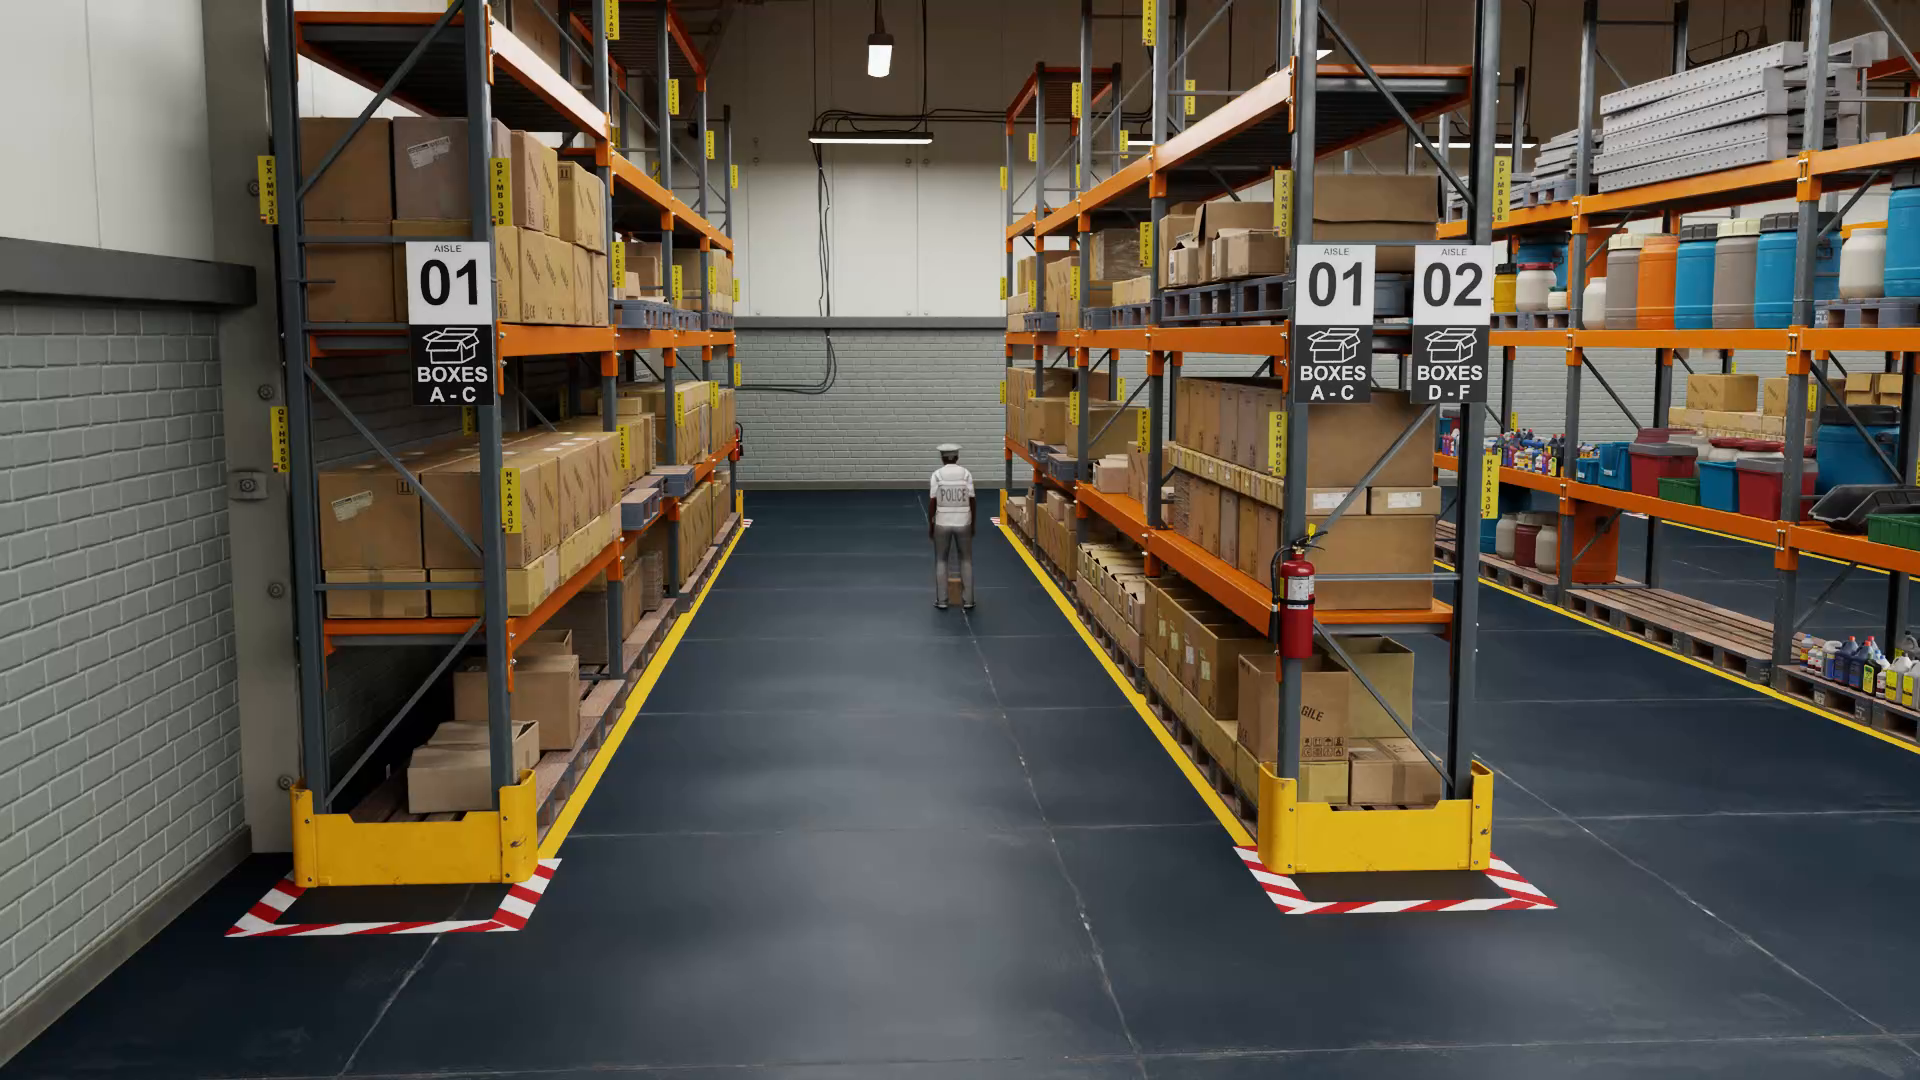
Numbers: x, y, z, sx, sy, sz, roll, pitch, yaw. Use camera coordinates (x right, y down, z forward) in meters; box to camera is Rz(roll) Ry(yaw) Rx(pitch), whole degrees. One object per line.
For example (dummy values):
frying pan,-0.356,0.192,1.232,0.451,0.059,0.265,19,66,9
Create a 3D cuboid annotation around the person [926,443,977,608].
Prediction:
person,-0.078,-0.139,16.872,0.532,1.663,0.392,-1,7,-7
